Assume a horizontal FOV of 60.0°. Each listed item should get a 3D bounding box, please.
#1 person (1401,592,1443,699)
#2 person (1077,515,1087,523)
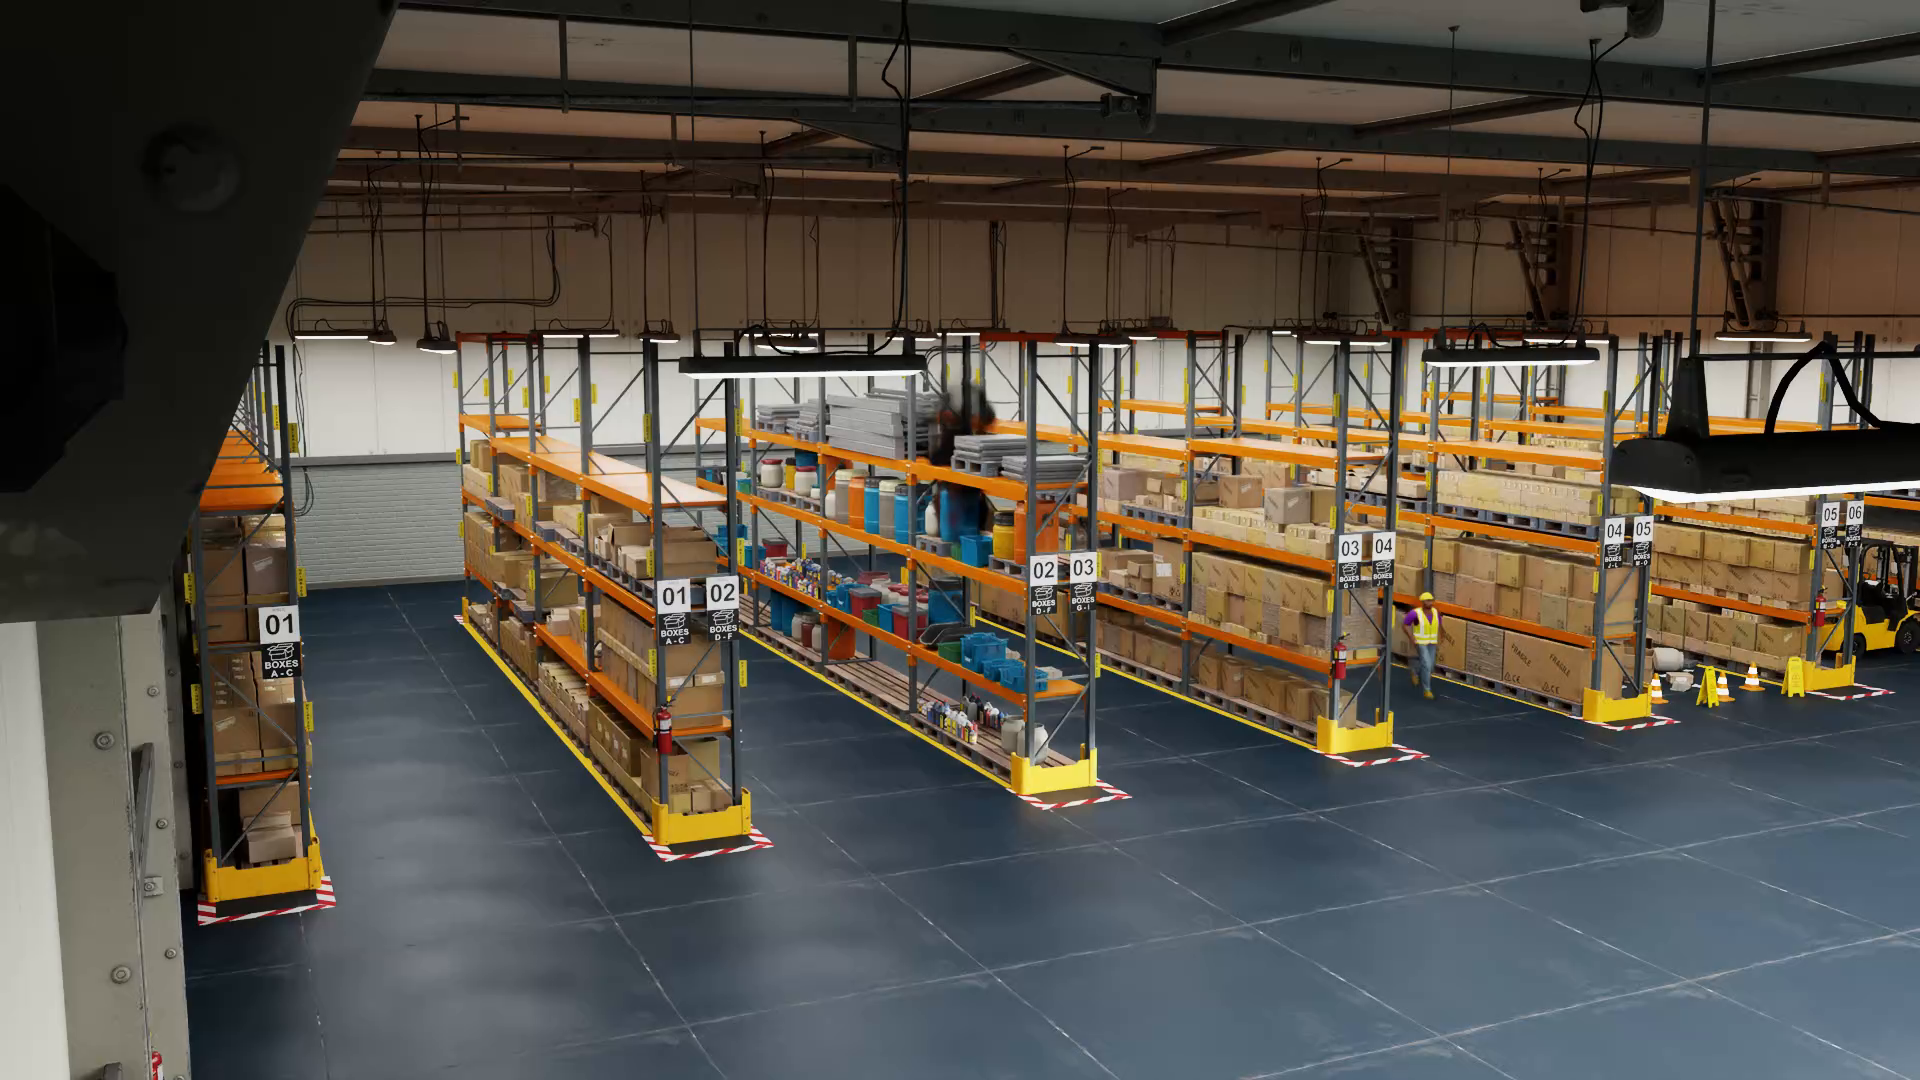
[{"bbox_3d":[7.761,1.731,27.876,0.714,1.754,0.806,-3,8,-18],"label":"person"},{"bbox_3d":[3.006,-0.117,41.717,0.712,1.730,0.725,-3,8,-19],"label":"person"}]
